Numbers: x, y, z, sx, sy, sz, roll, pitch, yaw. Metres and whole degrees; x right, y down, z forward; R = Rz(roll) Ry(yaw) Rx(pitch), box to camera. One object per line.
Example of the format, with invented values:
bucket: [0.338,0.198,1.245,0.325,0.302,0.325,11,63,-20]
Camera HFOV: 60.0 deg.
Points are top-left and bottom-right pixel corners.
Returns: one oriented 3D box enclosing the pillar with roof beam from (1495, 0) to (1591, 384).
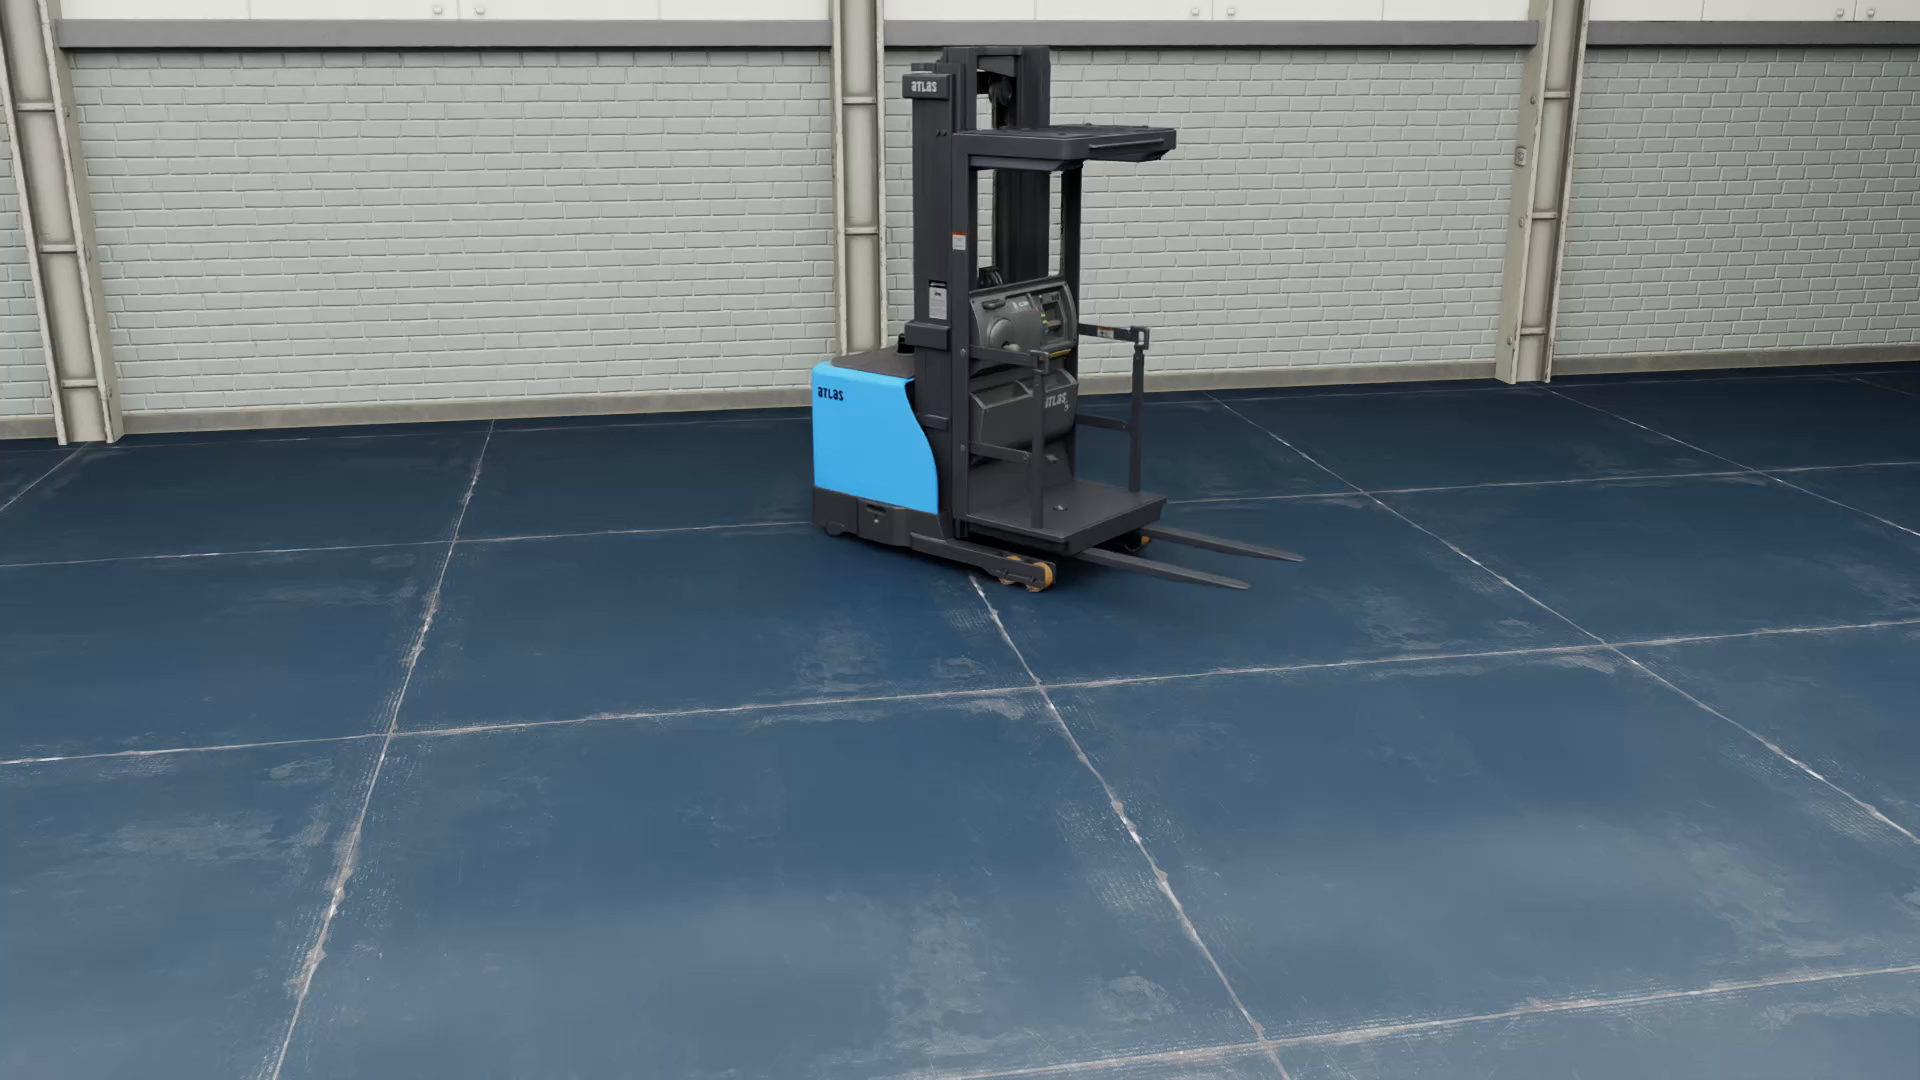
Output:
pillar with roof beam: [5.893,-4.509,9.666,0.400,9.000,9.100,-3,17,-10]

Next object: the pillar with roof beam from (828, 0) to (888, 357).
pillar with roof beam: [0.002,-4.175,8.578,0.400,9.000,9.100,-3,17,-10]

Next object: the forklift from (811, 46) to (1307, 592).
forklift: [0.536,-1.286,9.507,3.031,2.935,1.130,13,22,37]

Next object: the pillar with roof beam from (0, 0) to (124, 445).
pillar with roof beam: [-5.889,-3.841,7.490,0.400,9.000,9.100,-3,17,-10]
